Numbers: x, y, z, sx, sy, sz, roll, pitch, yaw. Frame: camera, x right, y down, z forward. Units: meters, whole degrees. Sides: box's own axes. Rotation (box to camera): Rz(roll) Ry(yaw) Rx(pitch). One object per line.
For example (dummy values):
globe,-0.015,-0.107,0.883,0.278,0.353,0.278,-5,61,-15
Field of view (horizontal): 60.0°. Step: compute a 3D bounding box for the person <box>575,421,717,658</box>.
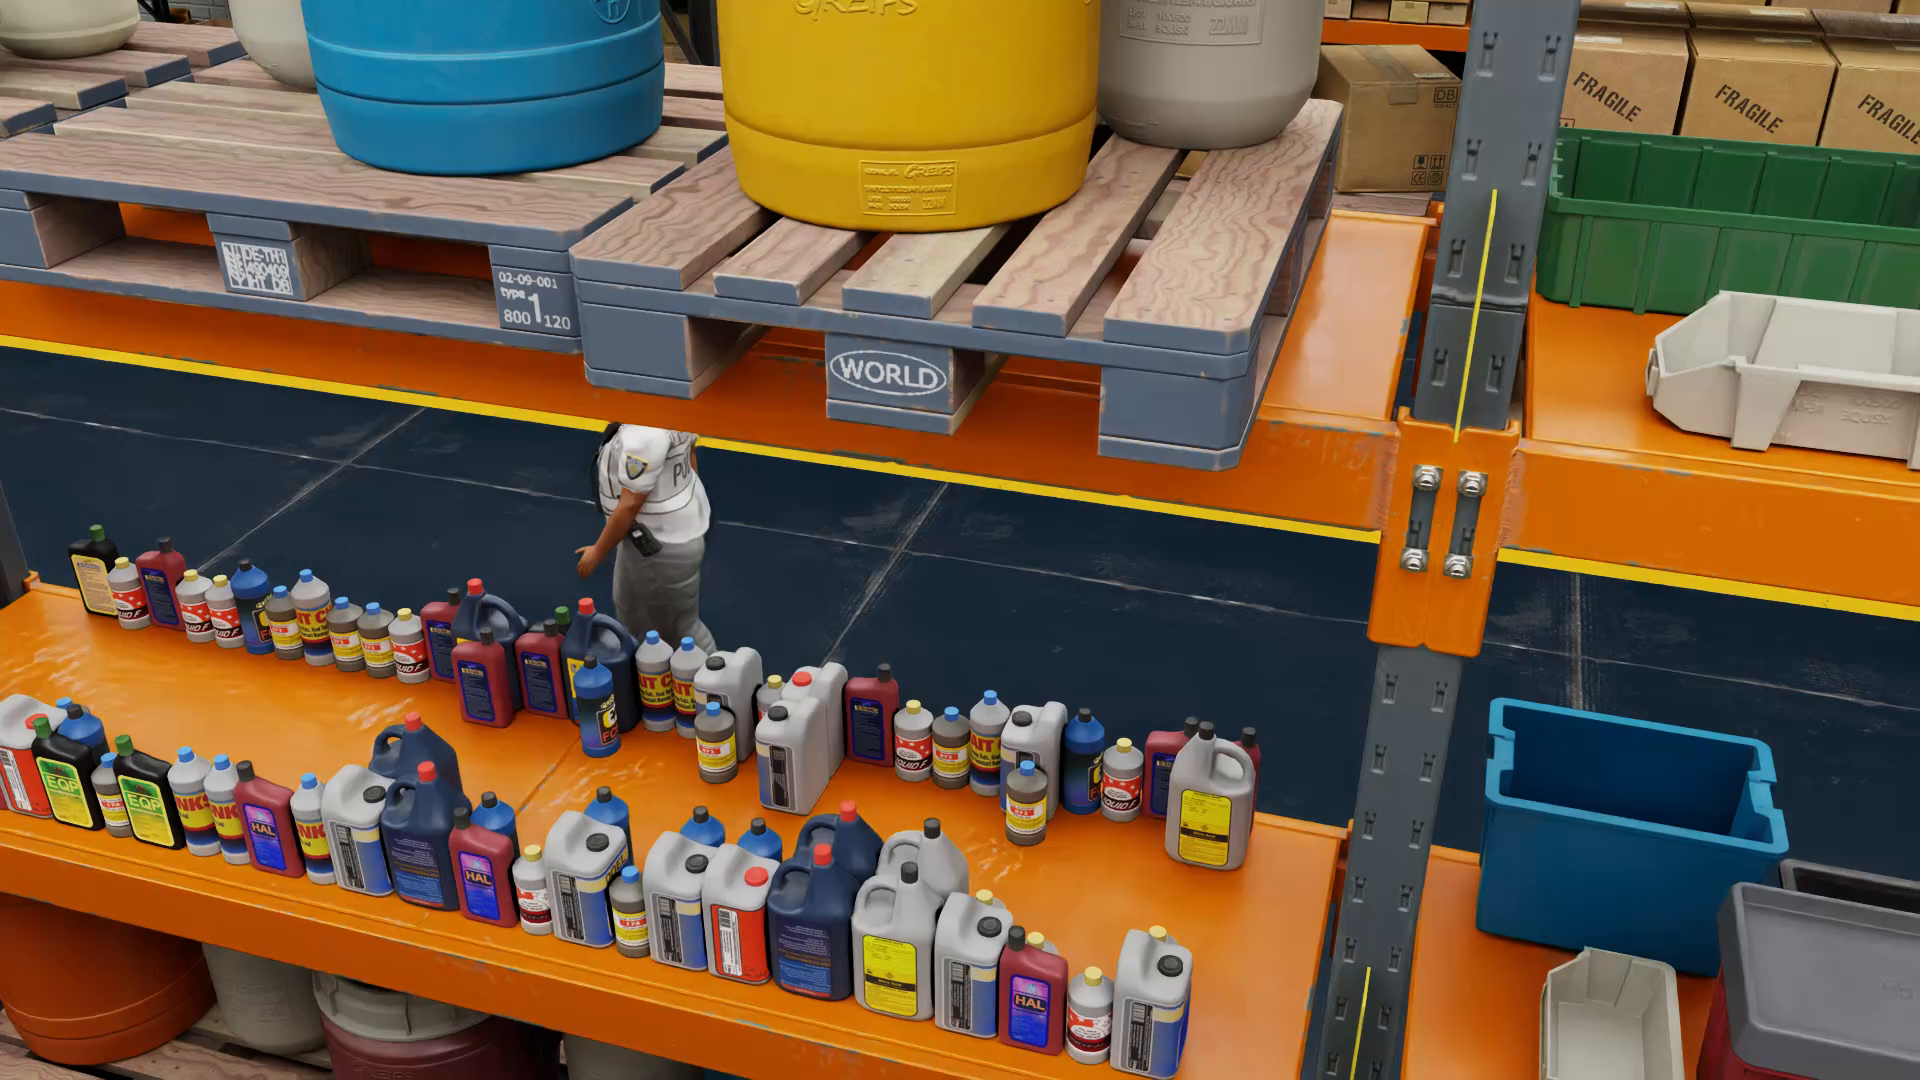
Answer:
person,-1.184,0.013,6.144,0.586,1.729,0.486,-2,29,-3
